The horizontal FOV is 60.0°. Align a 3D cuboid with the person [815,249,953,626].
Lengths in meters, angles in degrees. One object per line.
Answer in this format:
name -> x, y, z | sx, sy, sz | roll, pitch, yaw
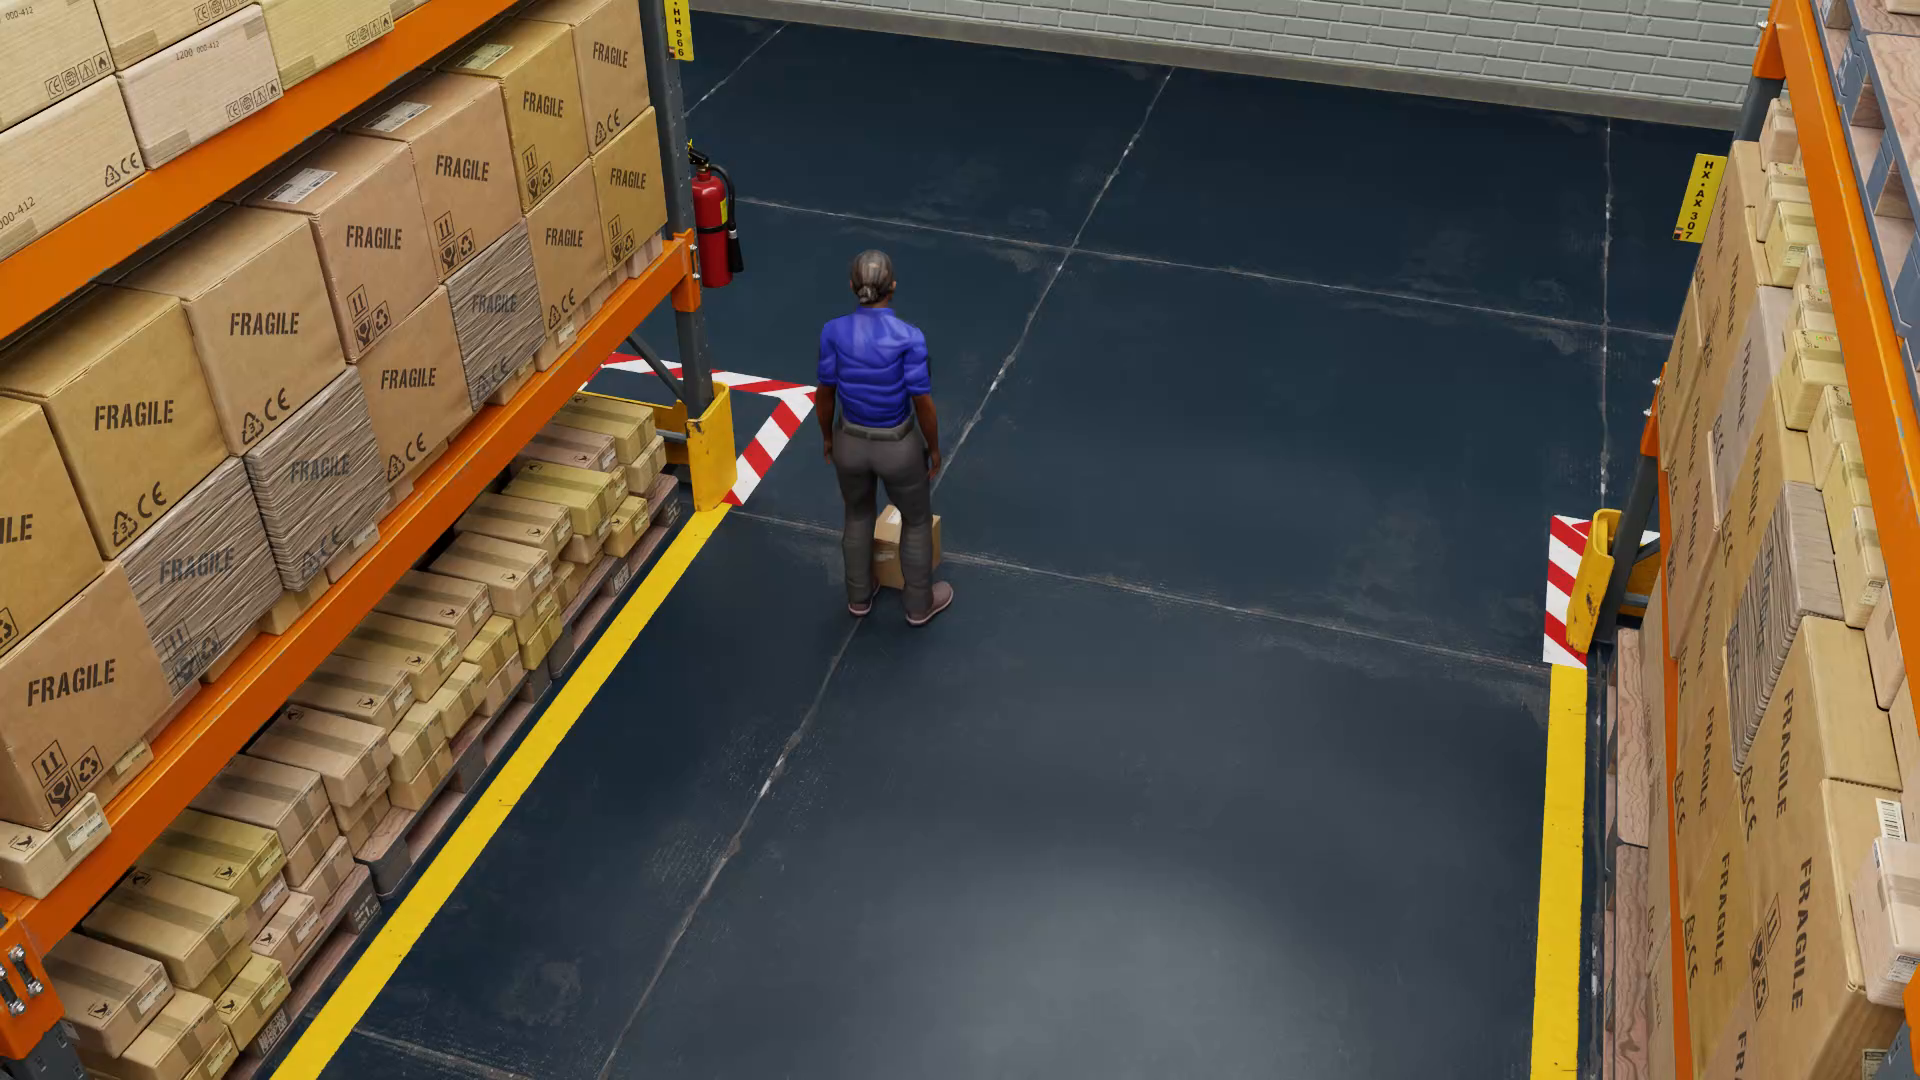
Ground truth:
person -> -0.308, -0.380, 6.655 | 0.521, 1.653, 0.348 | 9, 38, 11
